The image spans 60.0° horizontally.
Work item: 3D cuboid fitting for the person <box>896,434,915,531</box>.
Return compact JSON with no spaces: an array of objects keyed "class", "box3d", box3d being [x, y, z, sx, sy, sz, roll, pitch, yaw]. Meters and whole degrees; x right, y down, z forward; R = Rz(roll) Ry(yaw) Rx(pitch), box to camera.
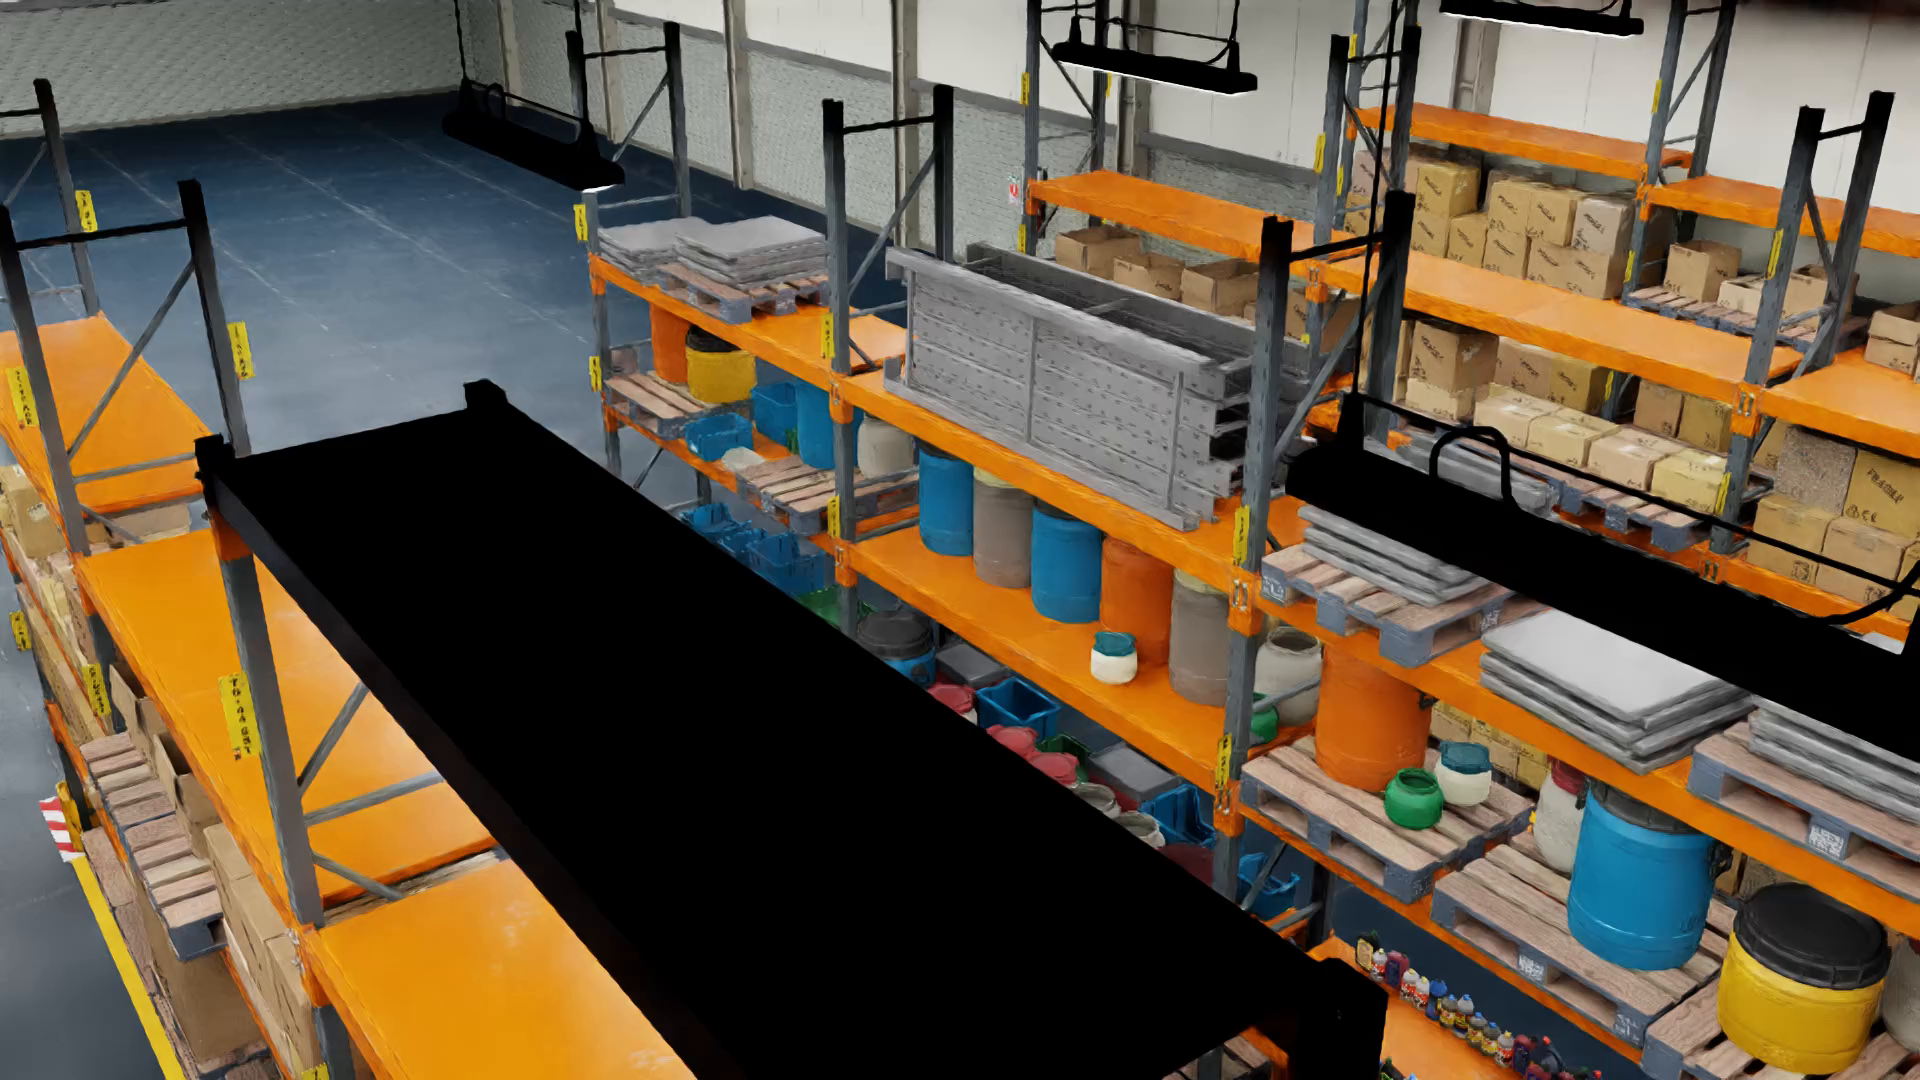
[{"class":"person","box3d":[-0.749,-0.795,18.767,0.531,1.632,0.437,11,27,23]}]
